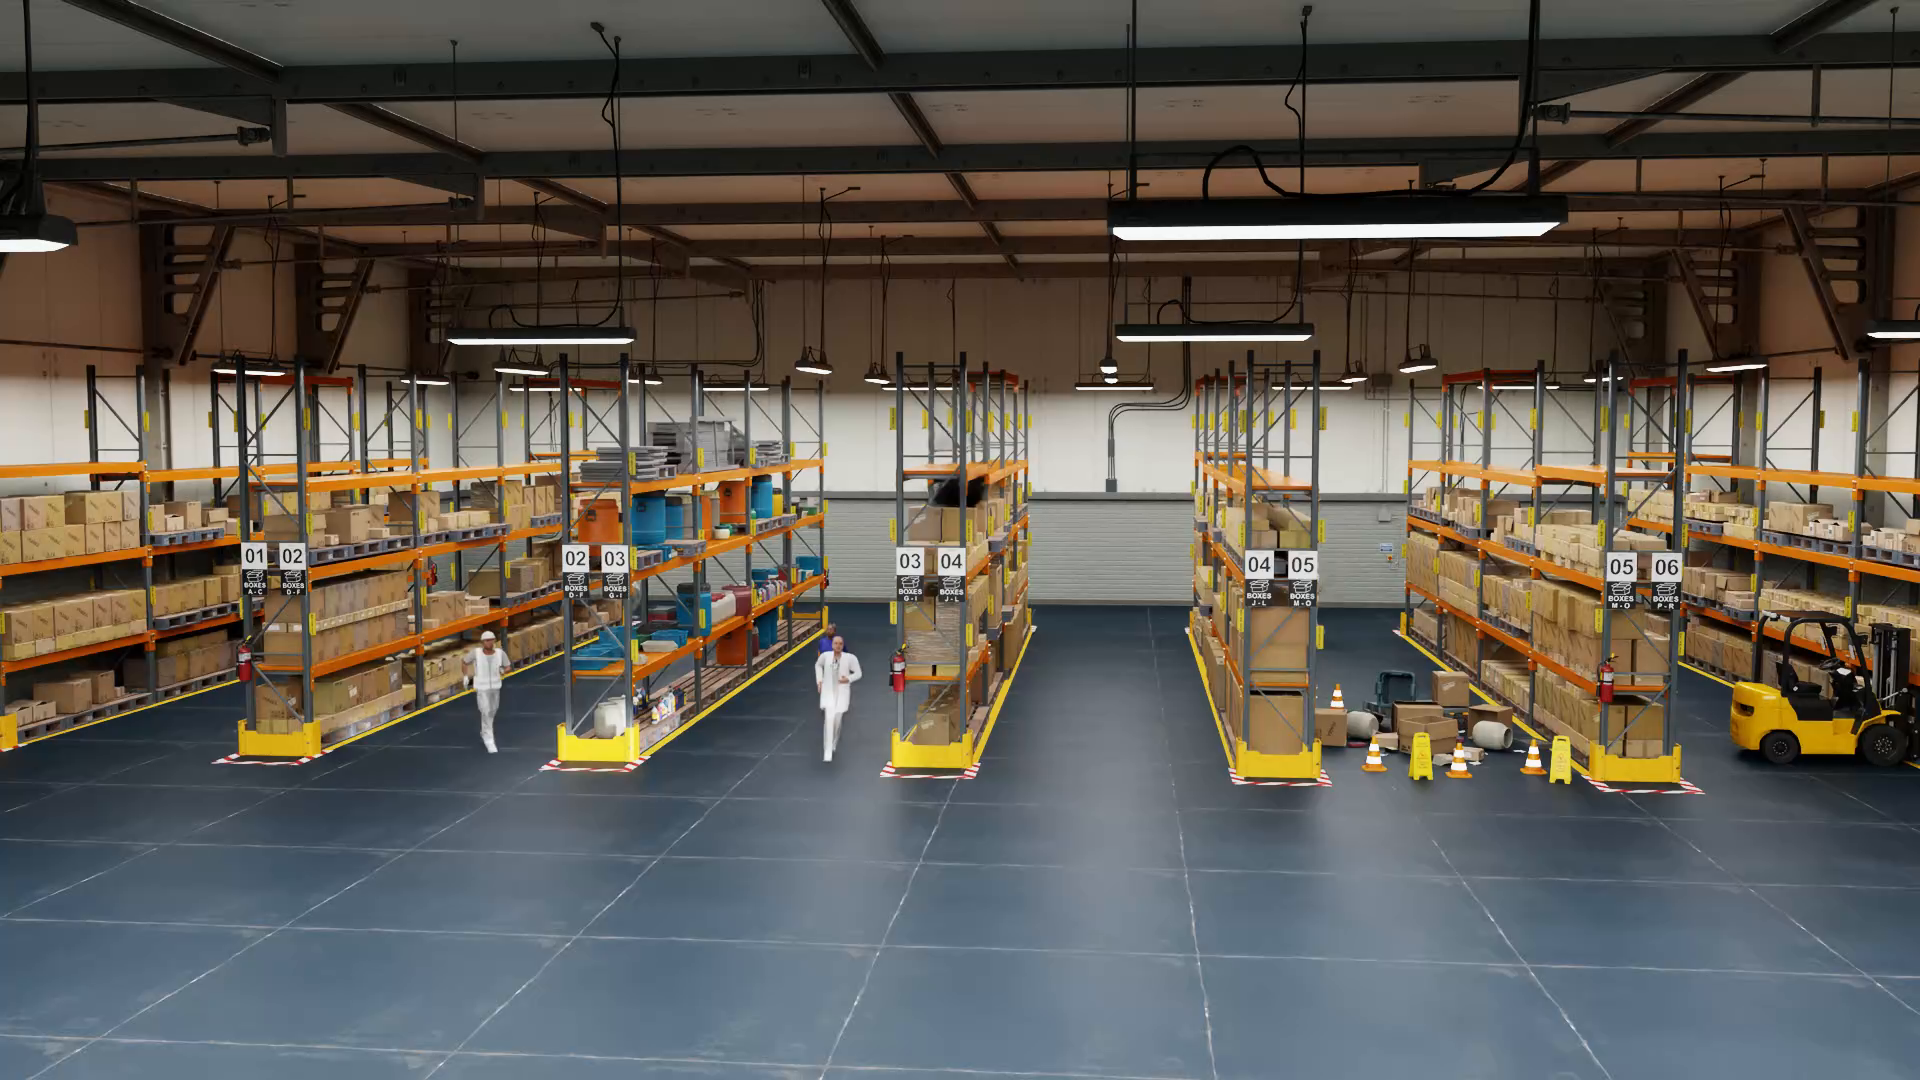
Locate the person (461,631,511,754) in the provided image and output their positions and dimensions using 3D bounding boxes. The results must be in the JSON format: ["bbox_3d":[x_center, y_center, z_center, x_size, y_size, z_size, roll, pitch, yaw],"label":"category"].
[{"bbox_3d":[-7.209,2.291,25.381,0.669,1.828,0.899,-3,5,-35],"label":"person"}]

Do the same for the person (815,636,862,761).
[{"bbox_3d":[-1.814,2.326,24.847,0.684,1.802,0.944,0,4,-6],"label":"person"}]

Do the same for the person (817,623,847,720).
[{"bbox_3d":[-2.150,2.219,27.806,0.555,1.620,0.624,0,4,5],"label":"person"}]

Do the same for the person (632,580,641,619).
[{"bbox_3d":[-8.259,1.212,42.067,0.441,1.616,0.637,0,4,6],"label":"person"}]
